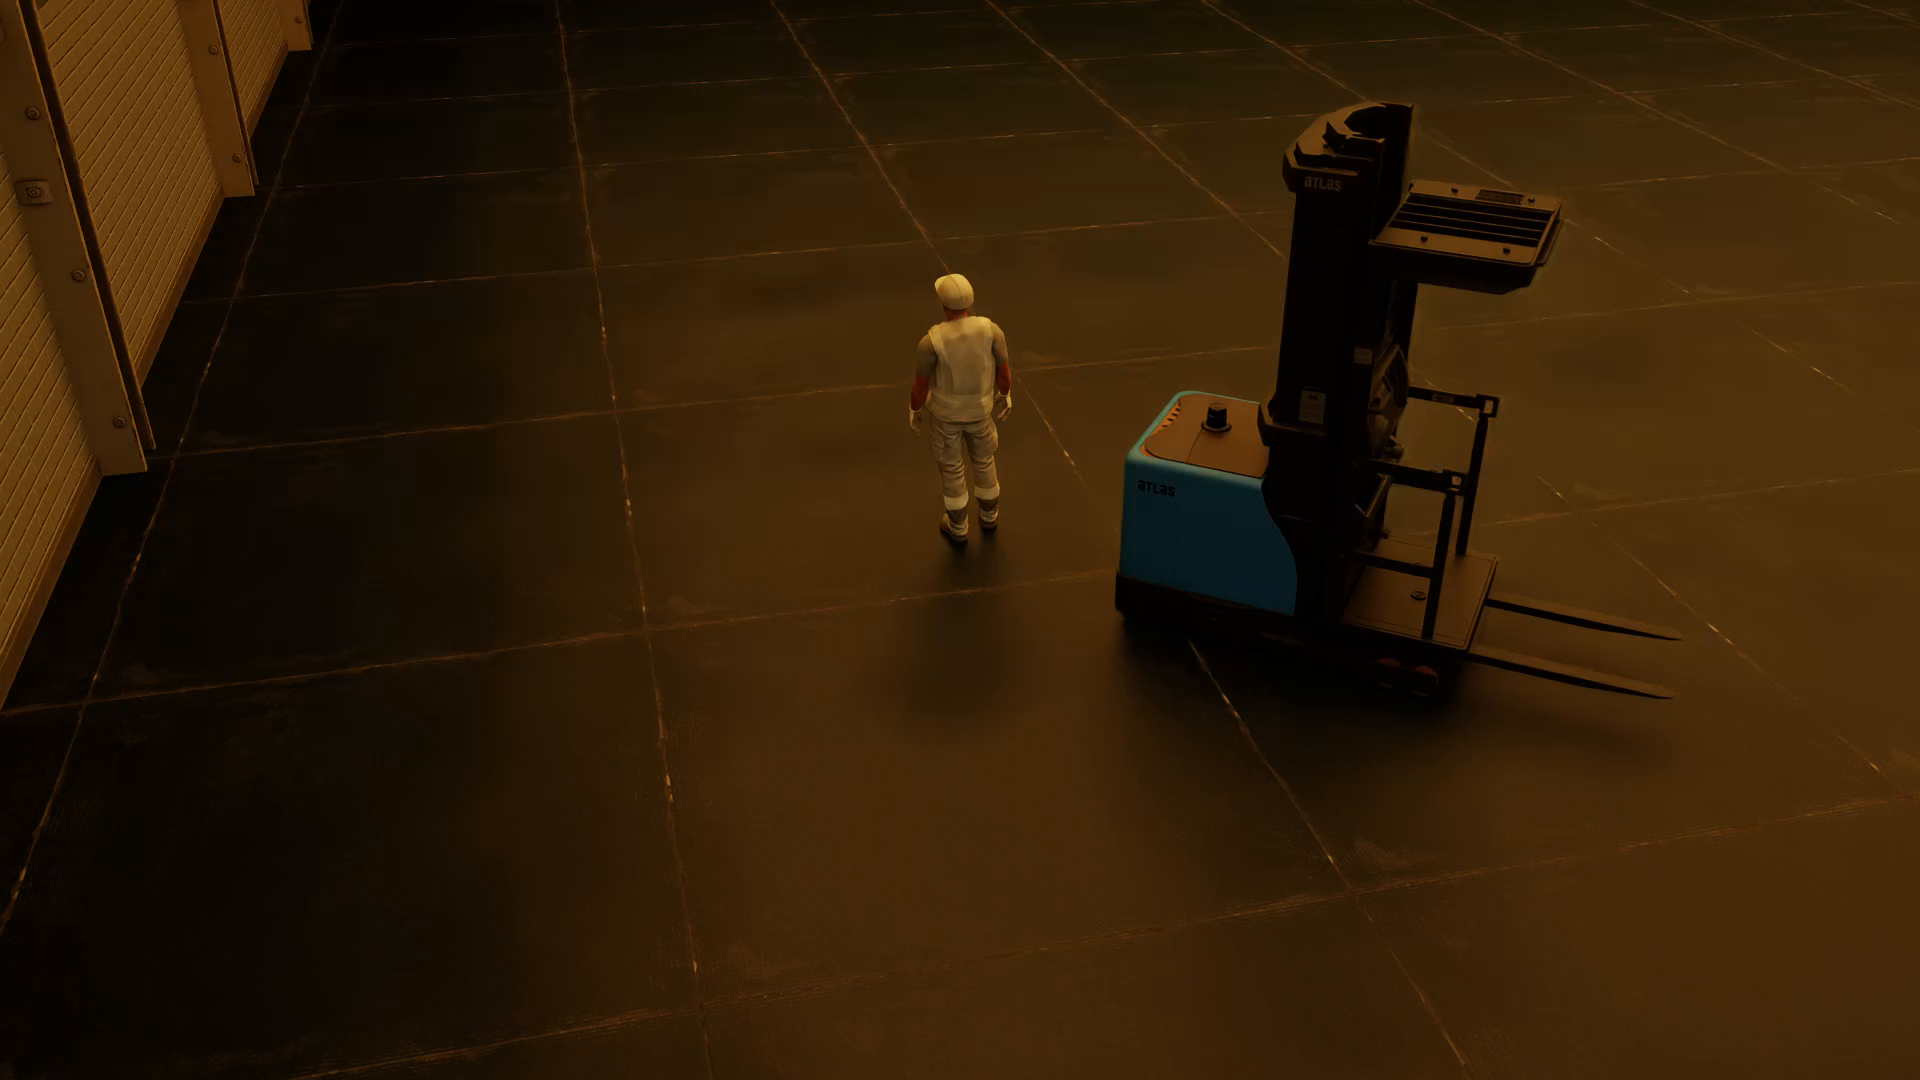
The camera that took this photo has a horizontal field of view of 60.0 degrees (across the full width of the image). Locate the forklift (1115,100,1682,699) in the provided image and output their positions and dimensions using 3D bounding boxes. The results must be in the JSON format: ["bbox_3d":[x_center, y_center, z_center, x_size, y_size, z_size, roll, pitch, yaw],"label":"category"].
[{"bbox_3d":[2.463,-0.721,8.821,3.031,2.935,1.130,13,32,21],"label":"forklift"}]

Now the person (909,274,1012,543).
[{"bbox_3d":[-0.006,-0.821,10.118,0.638,1.788,0.563,-7,31,-12],"label":"person"}]
